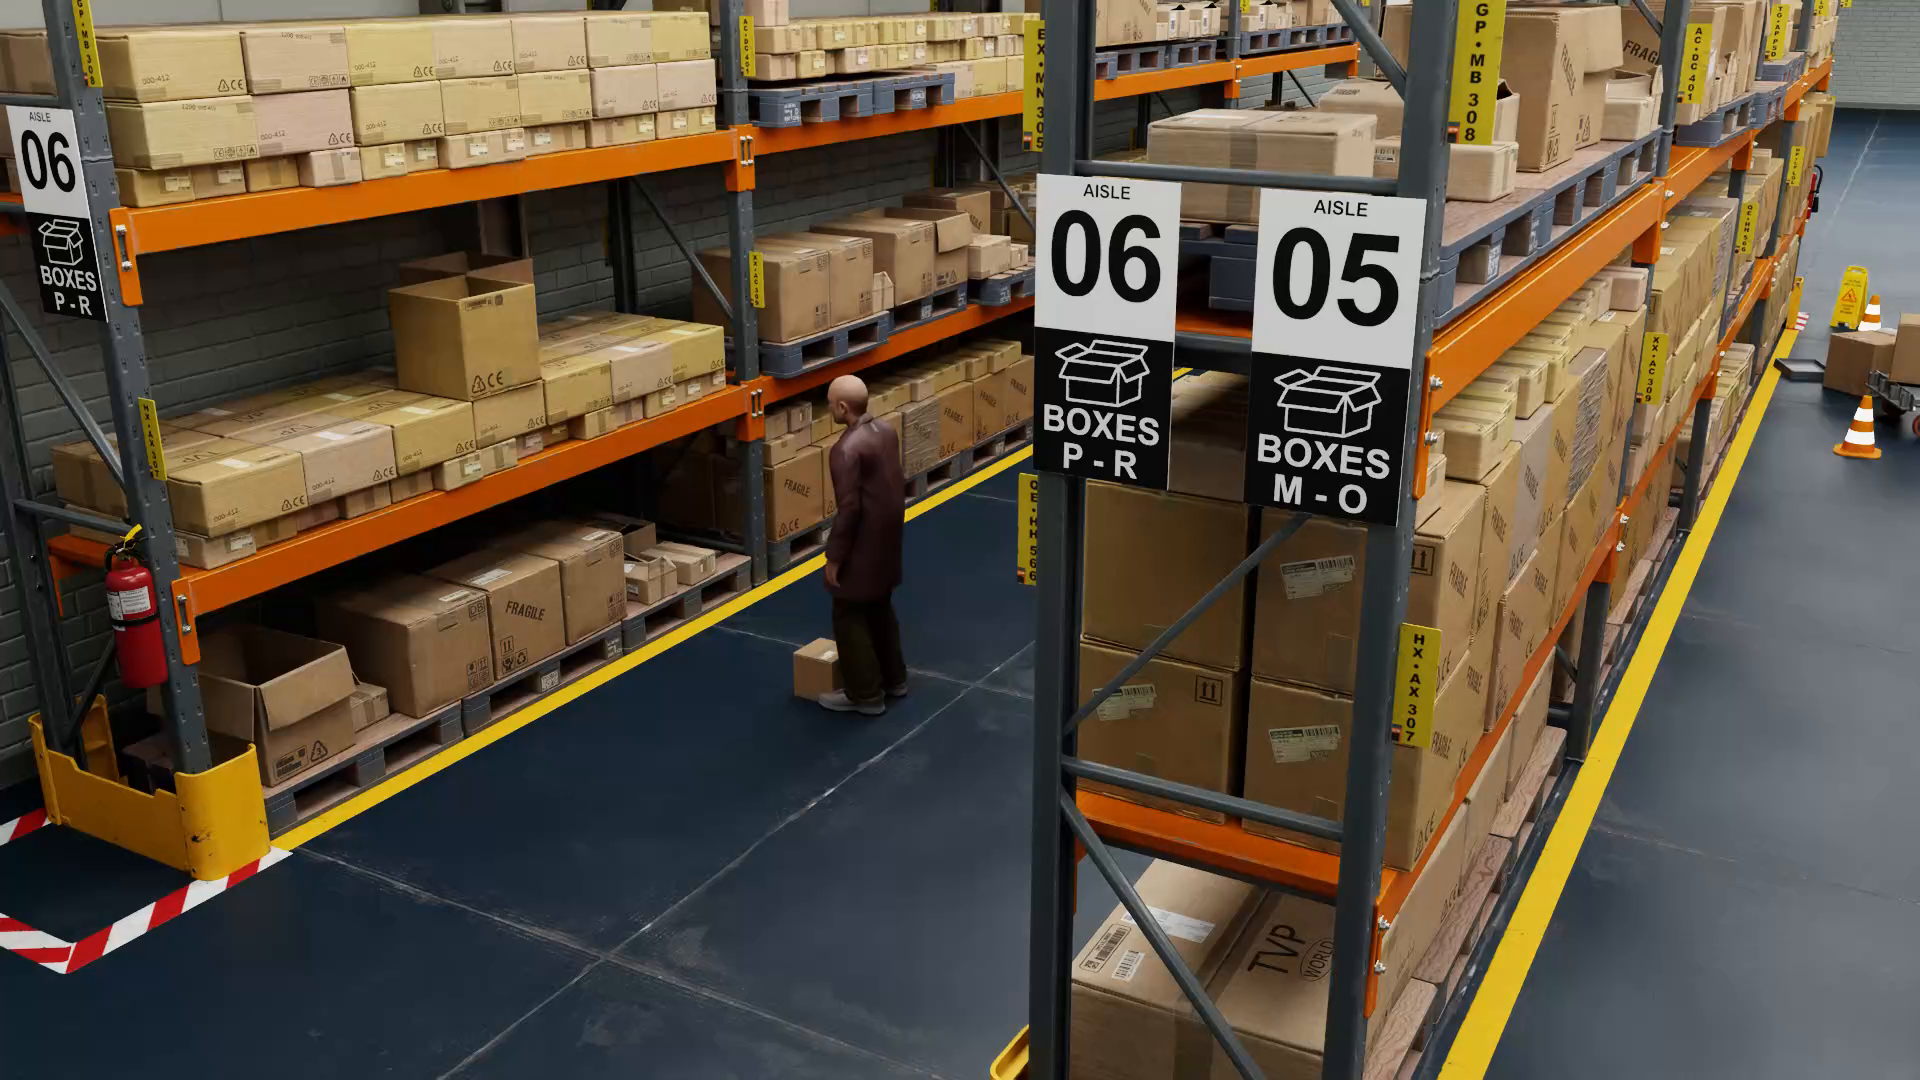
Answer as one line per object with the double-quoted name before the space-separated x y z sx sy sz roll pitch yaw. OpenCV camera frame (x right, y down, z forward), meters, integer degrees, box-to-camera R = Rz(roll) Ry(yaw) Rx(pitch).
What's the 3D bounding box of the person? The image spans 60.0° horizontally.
"person" -0.502 0.024 8.521 0.425 1.773 0.652 9 21 24
